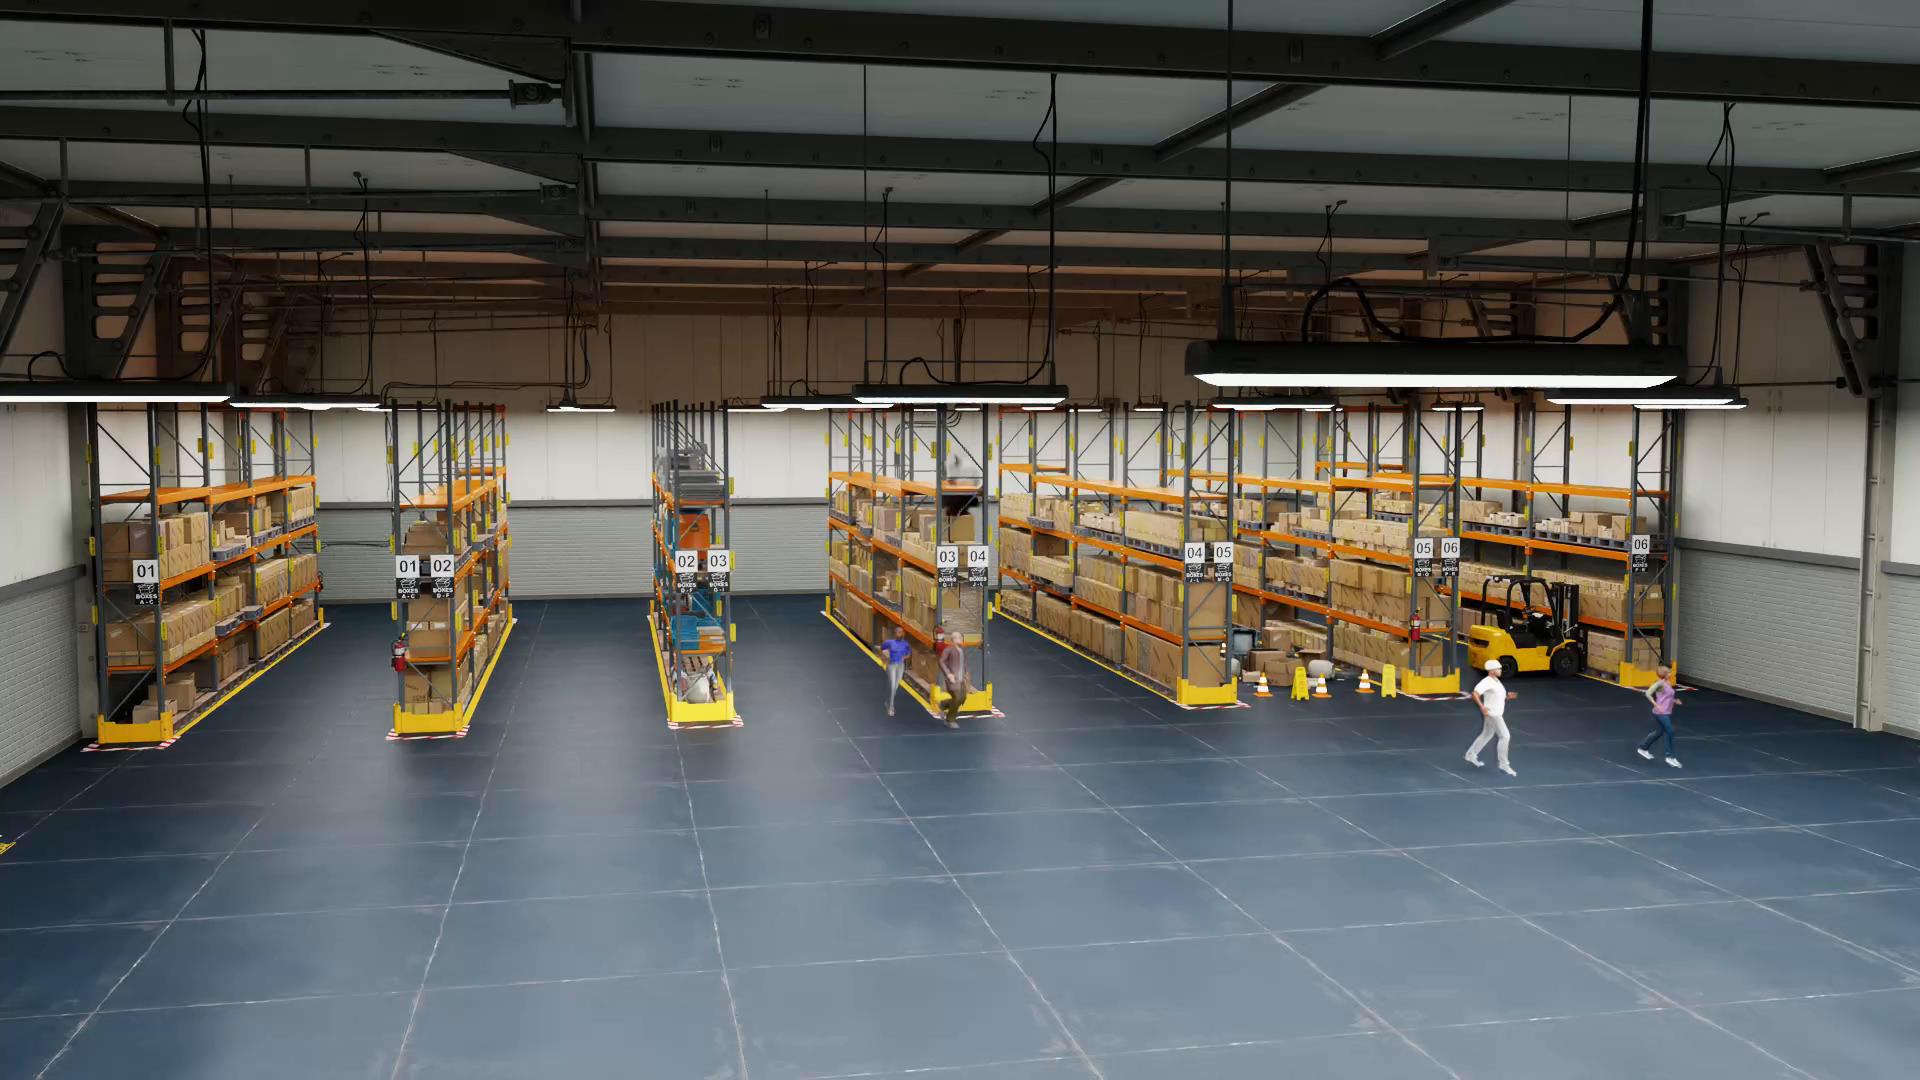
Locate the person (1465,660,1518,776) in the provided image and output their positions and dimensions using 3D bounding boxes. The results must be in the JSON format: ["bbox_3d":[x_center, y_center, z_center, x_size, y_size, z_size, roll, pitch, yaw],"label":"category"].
[{"bbox_3d":[8.516,2.825,26.626,0.820,1.819,0.677,2,5,23],"label":"person"}]

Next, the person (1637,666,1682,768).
[{"bbox_3d":[11.477,2.868,27.218,0.727,1.627,0.547,3,5,37],"label":"person"}]

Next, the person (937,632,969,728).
[{"bbox_3d":[-0.137,2.570,30.695,0.641,1.736,0.749,4,6,39],"label":"person"}]

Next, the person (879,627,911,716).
[{"bbox_3d":[-1.235,2.511,32.005,0.571,1.689,0.756,-2,5,-23],"label":"person"}]
